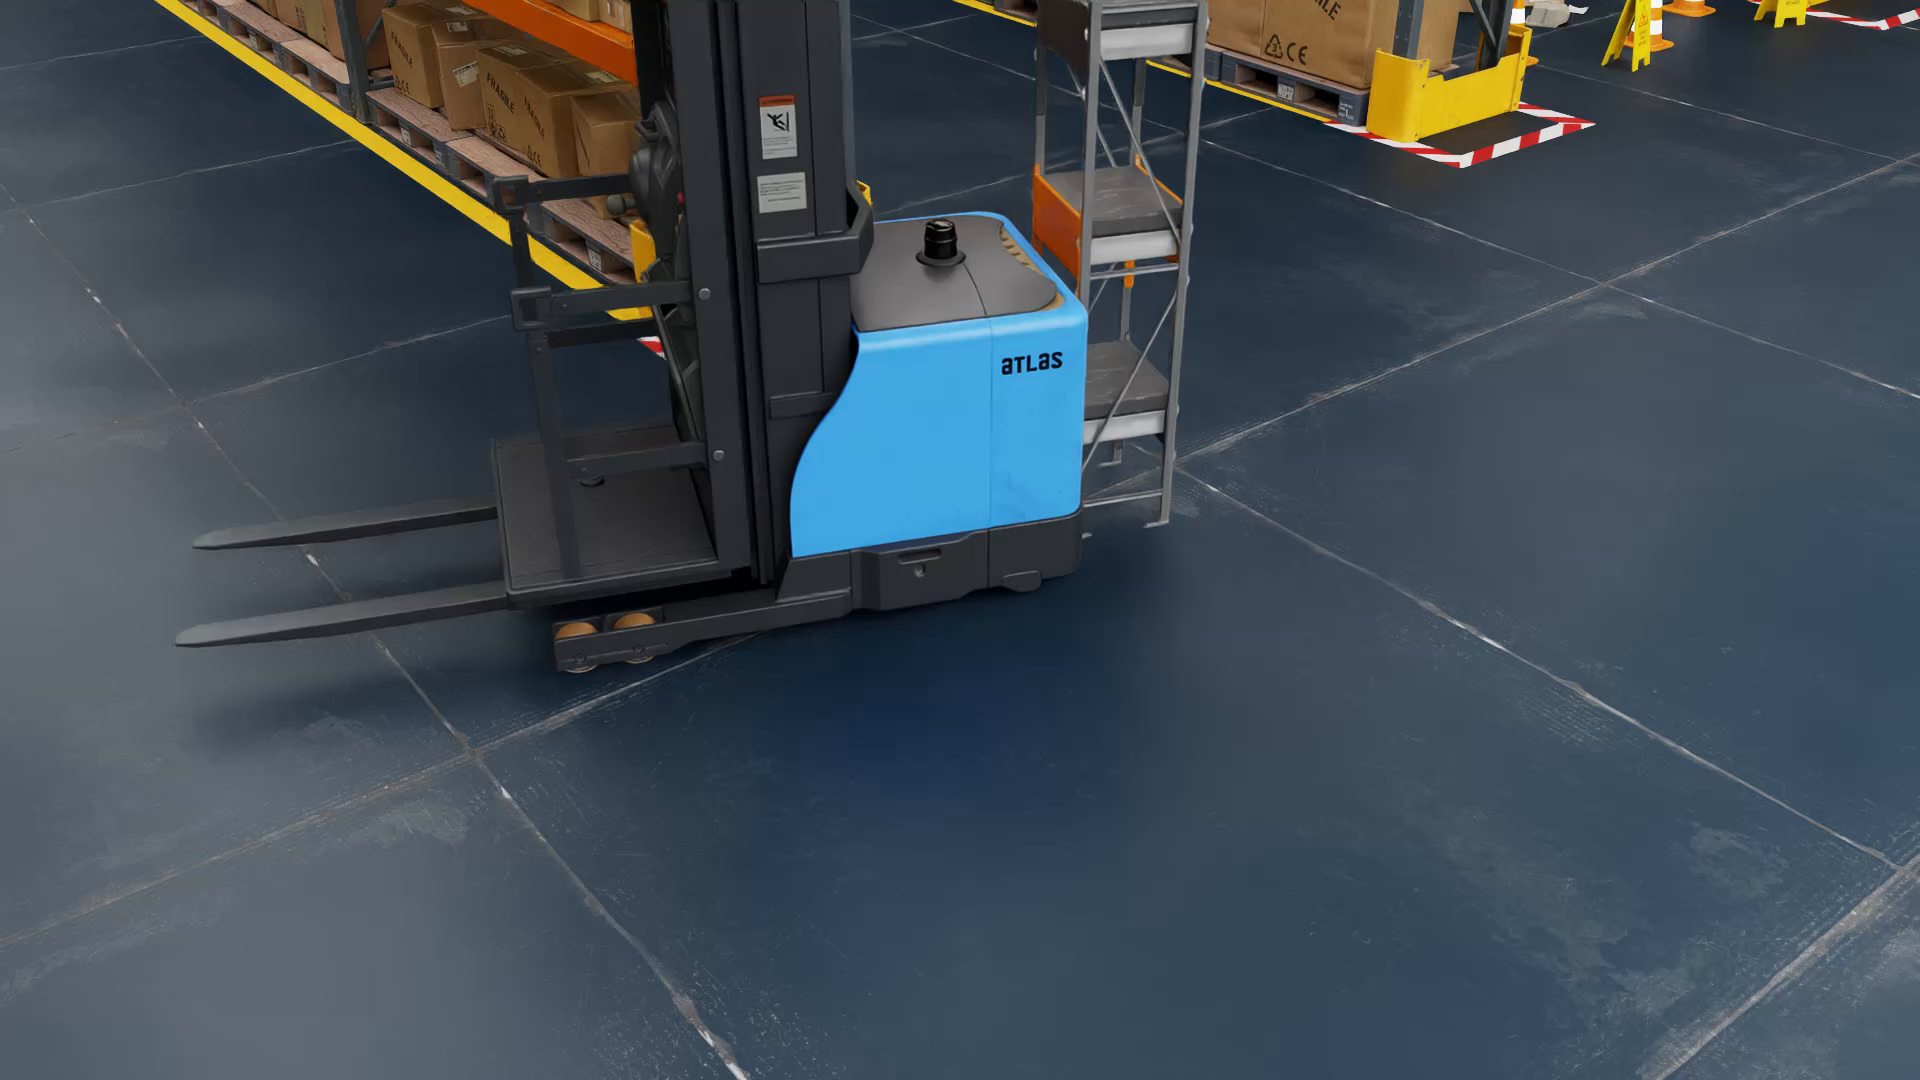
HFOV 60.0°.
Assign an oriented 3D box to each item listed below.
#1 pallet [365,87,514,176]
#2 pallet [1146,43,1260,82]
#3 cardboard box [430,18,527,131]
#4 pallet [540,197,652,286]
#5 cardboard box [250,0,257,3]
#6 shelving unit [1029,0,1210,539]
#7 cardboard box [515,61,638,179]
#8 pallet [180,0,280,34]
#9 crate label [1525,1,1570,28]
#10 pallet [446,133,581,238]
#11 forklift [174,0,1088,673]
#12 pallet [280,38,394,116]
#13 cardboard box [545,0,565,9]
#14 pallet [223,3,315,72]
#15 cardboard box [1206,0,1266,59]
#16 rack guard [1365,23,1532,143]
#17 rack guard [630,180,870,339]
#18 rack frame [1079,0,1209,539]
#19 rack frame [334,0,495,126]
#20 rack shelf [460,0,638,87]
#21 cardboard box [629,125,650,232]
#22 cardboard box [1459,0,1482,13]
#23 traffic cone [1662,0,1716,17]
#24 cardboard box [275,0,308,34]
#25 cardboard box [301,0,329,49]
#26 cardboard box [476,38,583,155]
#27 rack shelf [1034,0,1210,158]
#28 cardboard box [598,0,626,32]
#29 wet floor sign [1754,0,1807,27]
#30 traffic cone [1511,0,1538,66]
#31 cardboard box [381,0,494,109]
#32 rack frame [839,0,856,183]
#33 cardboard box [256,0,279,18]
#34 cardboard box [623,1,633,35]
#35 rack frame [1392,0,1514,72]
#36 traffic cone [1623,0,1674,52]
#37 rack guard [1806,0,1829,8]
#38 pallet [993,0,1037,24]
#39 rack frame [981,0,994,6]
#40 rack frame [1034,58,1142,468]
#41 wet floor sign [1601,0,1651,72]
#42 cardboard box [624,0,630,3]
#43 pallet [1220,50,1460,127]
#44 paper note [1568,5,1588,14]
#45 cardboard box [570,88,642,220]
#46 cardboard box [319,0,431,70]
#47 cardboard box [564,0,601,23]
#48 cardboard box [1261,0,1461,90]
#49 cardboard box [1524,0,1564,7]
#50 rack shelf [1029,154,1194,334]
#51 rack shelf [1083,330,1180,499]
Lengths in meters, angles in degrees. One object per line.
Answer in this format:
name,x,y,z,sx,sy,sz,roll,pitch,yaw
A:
pallet,-2.942,-2.607,10.248,1.003,0.211,1.213,-22,38,-31
pallet,1.755,-3.587,11.826,1.003,0.211,1.213,-22,38,-31
cardboard box,-2.811,-2.761,9.824,0.500,0.500,0.500,-11,33,-16
pallet,-1.446,-1.591,8.611,1.003,0.211,1.213,-22,38,-31
cardboard box,-5.058,-4.353,12.367,0.700,0.500,0.500,-26,40,-35
shelving unit,0.530,-1.047,5.946,0.431,2.100,0.503,-9,33,-14
cardboard box,-2.061,-2.281,9.050,0.500,0.500,0.500,-19,36,-27
pallet,-5.357,-4.217,12.839,1.003,0.211,1.213,-22,38,-31
crate label,4.417,-3.952,12.484,0.298,0.136,0.250,12,34,19
pallet,-2.190,-2.099,9.429,1.003,0.211,1.213,-22,38,-31
forklift,-1.138,-1.113,5.265,3.031,2.935,1.130,-9,33,-14
pallet,-3.861,-3.200,11.202,1.003,0.211,1.213,-22,38,-31
cardboard box,-1.755,-2.640,7.895,0.380,0.149,0.250,-22,38,-31
pallet,-4.613,-3.709,12.021,1.003,0.211,1.213,-22,38,-31
cardboard box,2.042,-3.859,11.236,0.875,0.875,0.875,-23,39,-32
rack guard,3.066,-2.884,10.420,1.175,0.500,0.348,-22,38,-31
rack guard,-0.976,-1.363,7.971,1.175,0.500,0.348,-22,38,-31
rack frame,0.602,-0.924,5.748,0.400,2.100,0.015,-9,33,-14
rack frame,-3.382,-4.060,9.945,1.000,3.000,0.127,-22,38,-31
rack shelf,-2.156,-2.921,8.792,1.077,0.370,4.000,-22,38,-31
cardboard box,-1.299,-1.776,8.237,0.500,0.500,0.500,-15,35,-23
cardboard box,3.822,-4.452,12.941,0.637,0.503,0.797,6,32,10
traffic cone,5.616,-4.284,12.709,0.336,0.463,0.334,-22,38,-31
cardboard box,-4.363,-3.886,11.616,0.700,0.500,0.500,-26,40,-35
cardboard box,-4.019,-3.653,11.241,0.700,0.500,0.500,-23,38,-32
cardboard box,-2.368,-2.528,9.448,0.500,0.500,0.500,-26,40,-35
rack shelf,0.530,-1.630,5.584,0.431,0.518,0.480,-9,33,-14
cardboard box,-1.420,-2.443,7.579,0.380,0.149,0.250,-22,38,-31
wet floor sign,6.170,-4.174,12.359,0.267,0.644,0.232,-10,33,-15
traffic cone,3.847,-3.559,11.542,0.336,0.463,0.334,-22,38,-31
cardboard box,-3.168,-2.997,10.204,0.500,0.500,0.500,-24,39,-33
rack frame,-0.929,-2.393,7.261,1.000,3.000,0.127,-22,38,-31
cardboard box,-4.705,-4.119,11.991,0.700,0.500,0.500,-19,37,-28
cardboard box,-1.267,-2.339,7.411,0.380,0.149,0.250,-22,38,-31
rack frame,3.051,-3.956,9.777,1.000,3.000,0.127,-22,38,-31
traffic cone,4.948,-3.783,11.902,0.336,0.463,0.334,-22,38,-31
rack guard,6.852,-4.569,13.133,1.175,0.500,0.348,-22,38,-31
pallet,1.002,-4.096,12.645,1.003,0.211,1.213,-22,38,-31
rack frame,0.598,-5.623,12.461,1.000,3.000,0.127,-22,38,-31
rack frame,0.459,-1.170,6.144,0.400,2.100,0.015,-9,33,-14
wet floor sign,4.633,-3.584,11.410,0.232,0.644,0.267,26,40,35
cardboard box,-1.245,-2.800,7.539,0.875,0.500,0.500,-22,38,-31
pallet,2.499,-3.079,11.008,1.003,0.211,1.213,-22,38,-31
paper note,4.747,-4.088,12.804,0.142,0.019,0.148,18,36,27
cardboard box,-1.692,-2.014,8.620,0.500,0.500,0.500,-12,34,-19
cardboard box,-3.742,-3.448,10.911,0.700,0.500,0.500,-26,40,-35
cardboard box,-1.614,-2.531,7.720,0.380,0.149,0.250,-22,38,-31
cardboard box,2.583,-3.493,10.647,0.875,0.875,0.875,-22,38,-31
cardboard box,4.500,-4.281,13.002,0.380,0.149,0.250,-4,32,-7
rack shelf,0.530,-1.036,5.953,0.431,0.518,0.480,-9,33,-14
rack shelf,0.530,-0.441,6.322,0.431,0.518,0.480,-9,33,-14
